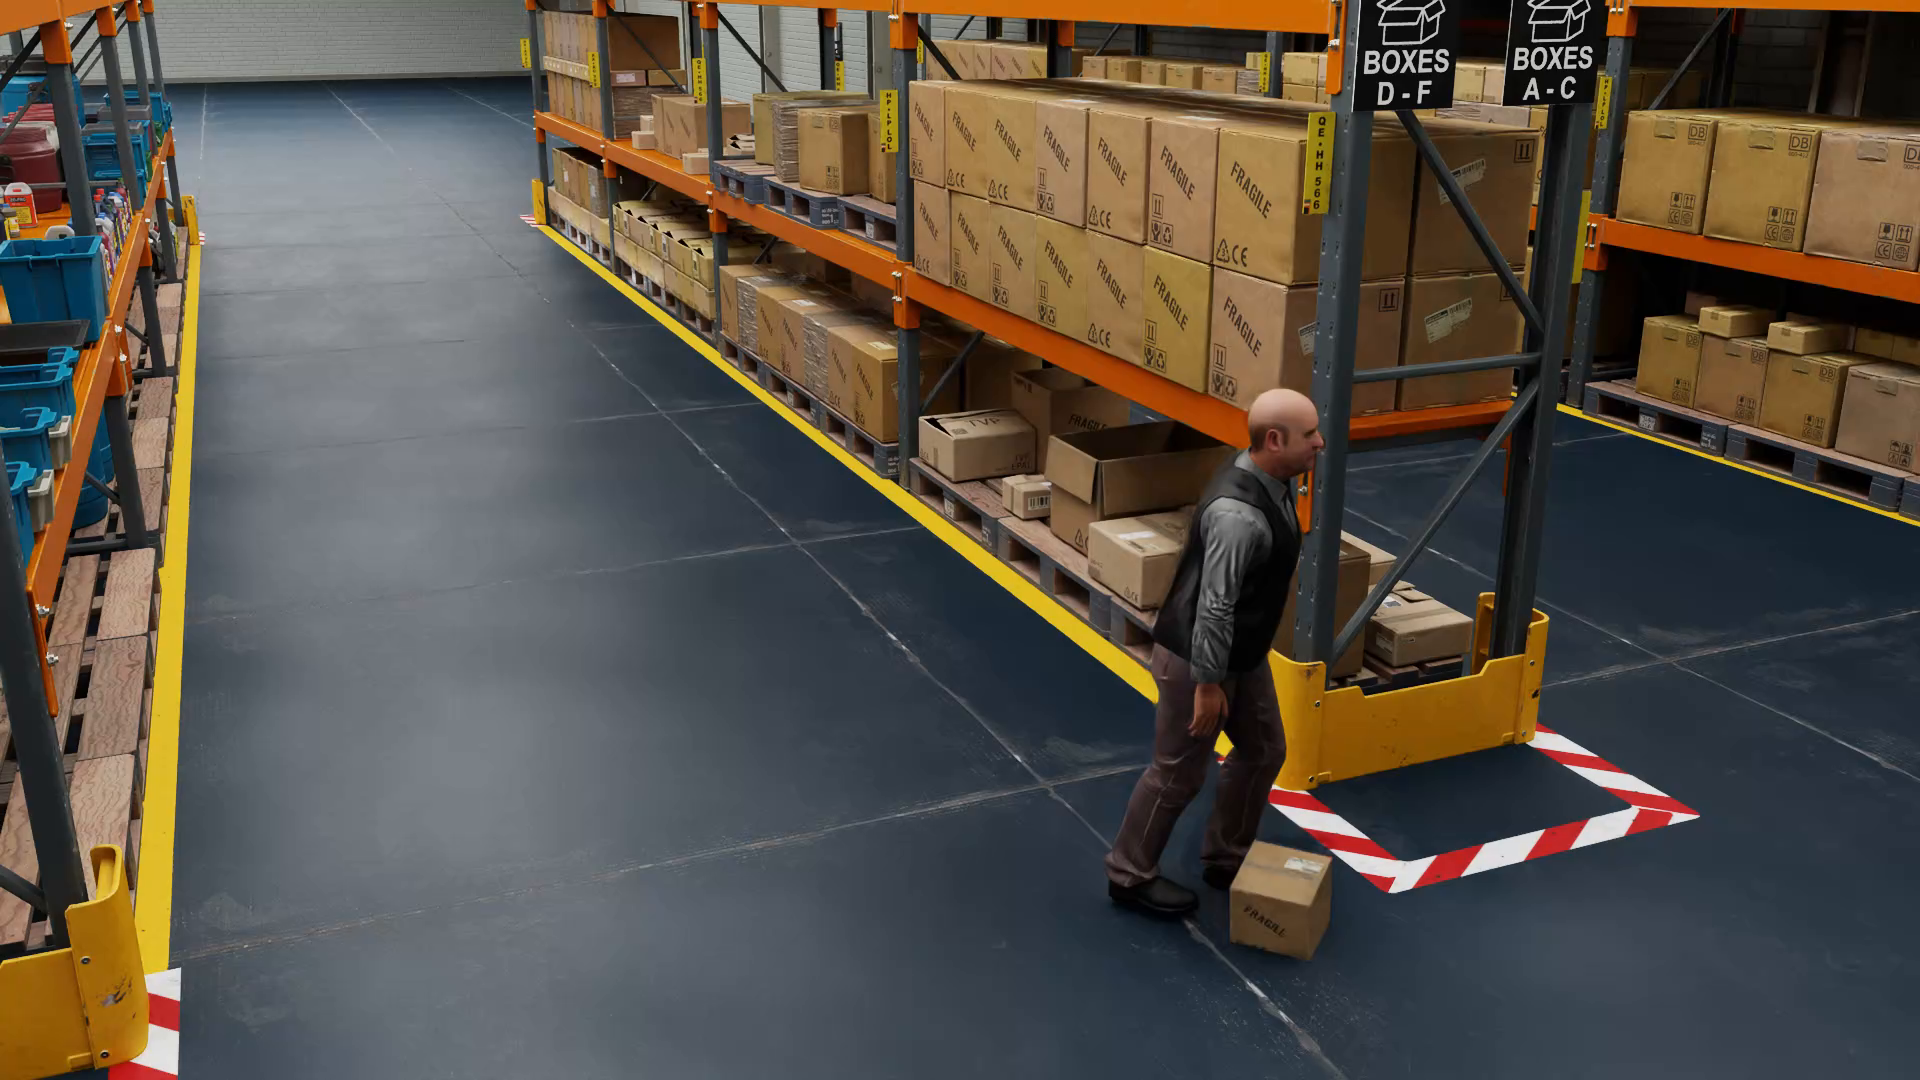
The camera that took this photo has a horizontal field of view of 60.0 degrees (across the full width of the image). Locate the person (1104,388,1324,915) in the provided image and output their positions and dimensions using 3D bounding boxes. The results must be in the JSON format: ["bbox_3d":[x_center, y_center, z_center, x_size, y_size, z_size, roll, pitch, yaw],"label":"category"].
[{"bbox_3d":[0.756,0.371,5.045,0.596,1.733,0.585,7,20,19],"label":"person"}]
